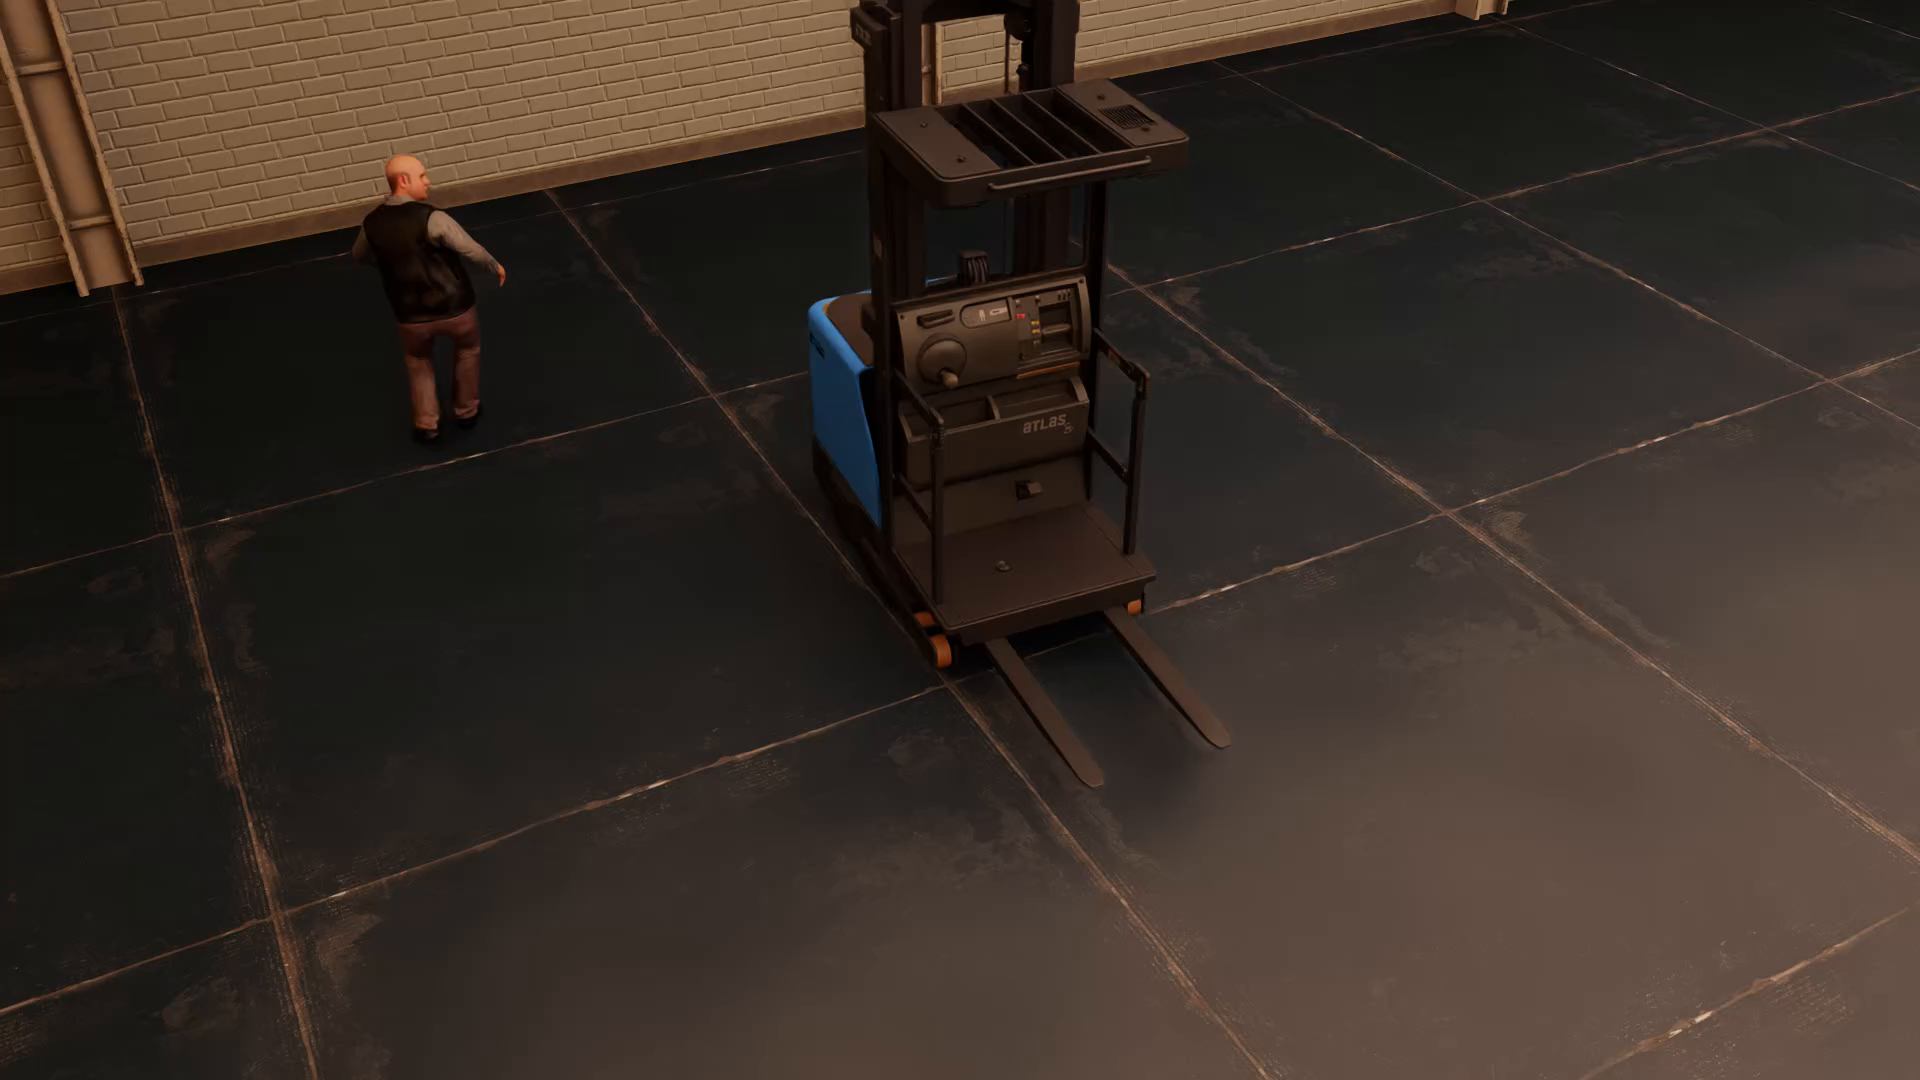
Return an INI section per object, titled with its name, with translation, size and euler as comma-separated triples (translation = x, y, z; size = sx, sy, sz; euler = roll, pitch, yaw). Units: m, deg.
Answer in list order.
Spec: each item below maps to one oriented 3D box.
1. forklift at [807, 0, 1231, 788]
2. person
[forklift]
translation = 0.247, -0.874, 7.360
size = 1.130, 2.935, 3.031
euler = -14, 38, -19
[person]
translation = -2.900, -1.351, 9.163
size = 0.777, 1.640, 0.716
euler = -3, 35, -4
